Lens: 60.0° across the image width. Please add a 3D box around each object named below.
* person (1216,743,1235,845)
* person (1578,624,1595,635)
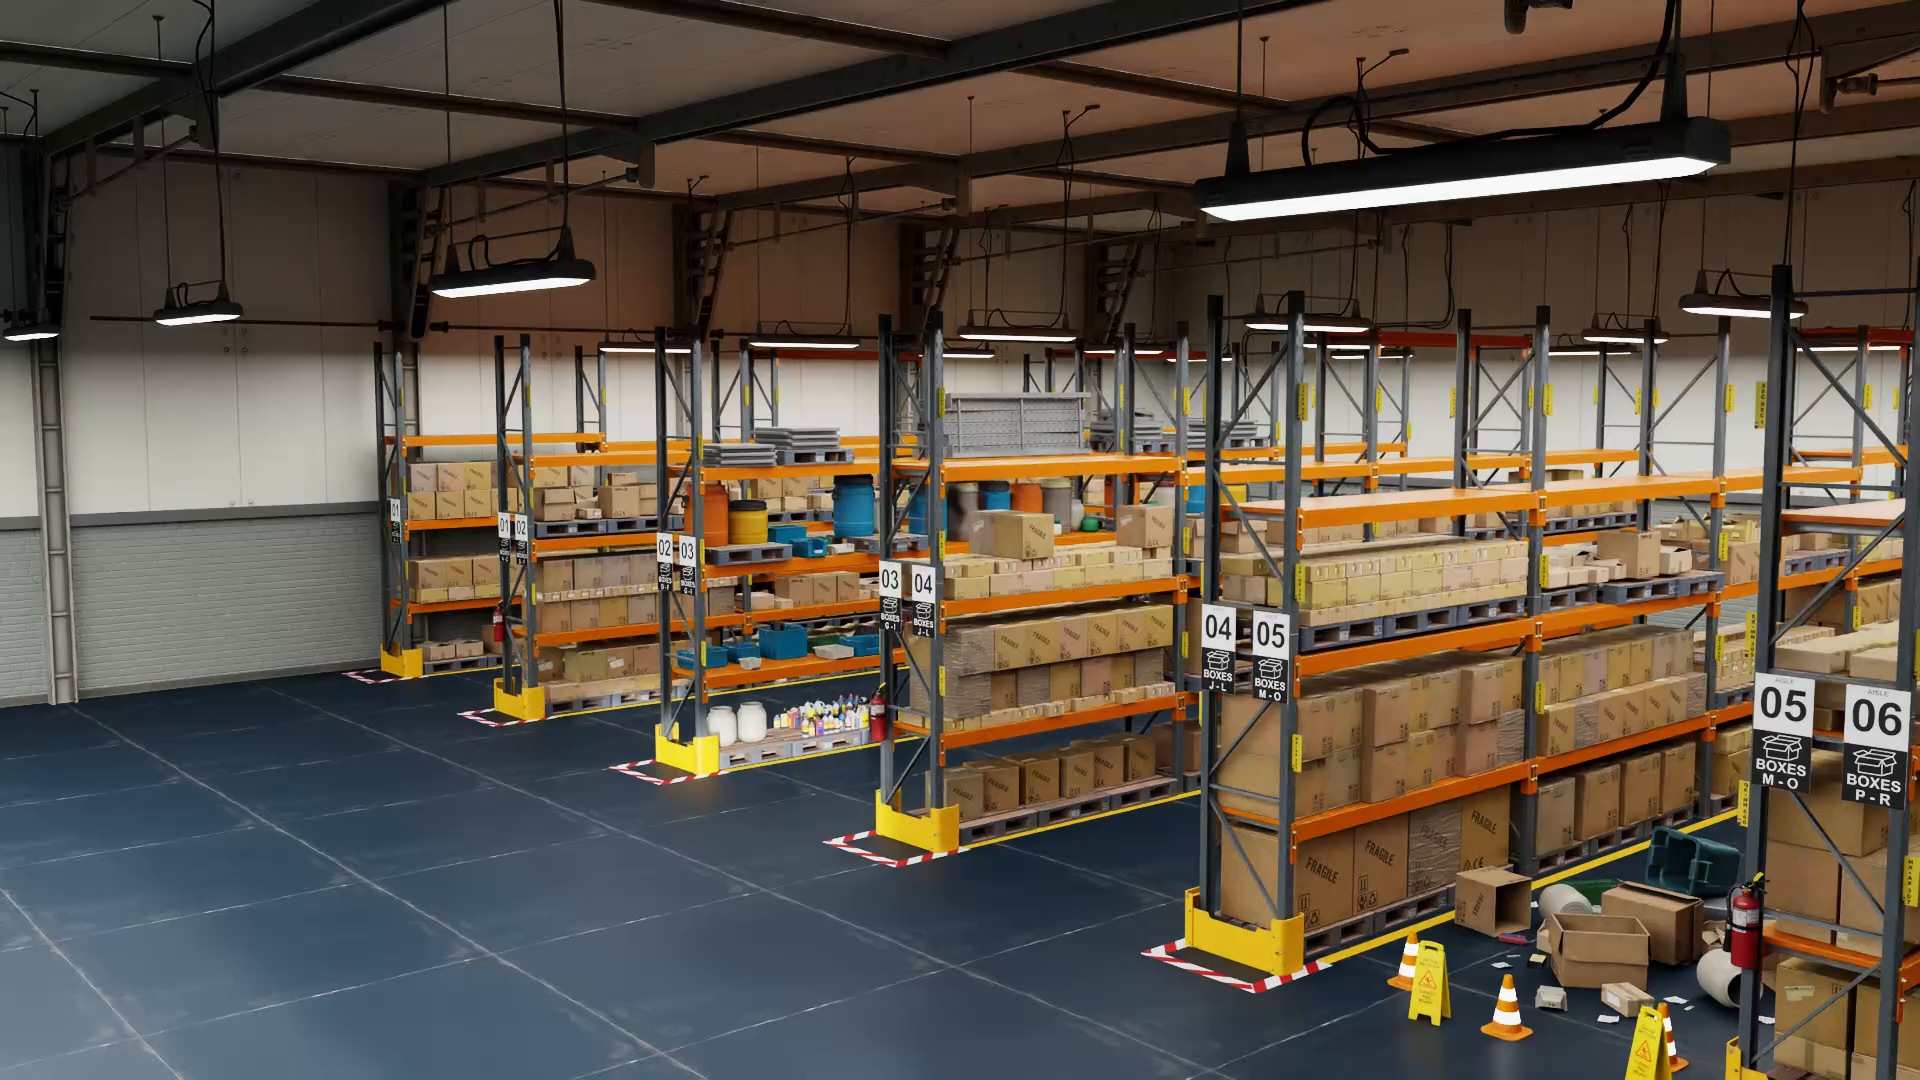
[{"bbox_3d":[3.007,2.675,18.518,0.591,1.650,0.578,2,6,23],"label":"person"},{"bbox_3d":[9.572,2.052,25.441,0.928,1.599,0.538,-4,6,-34],"label":"person"}]
